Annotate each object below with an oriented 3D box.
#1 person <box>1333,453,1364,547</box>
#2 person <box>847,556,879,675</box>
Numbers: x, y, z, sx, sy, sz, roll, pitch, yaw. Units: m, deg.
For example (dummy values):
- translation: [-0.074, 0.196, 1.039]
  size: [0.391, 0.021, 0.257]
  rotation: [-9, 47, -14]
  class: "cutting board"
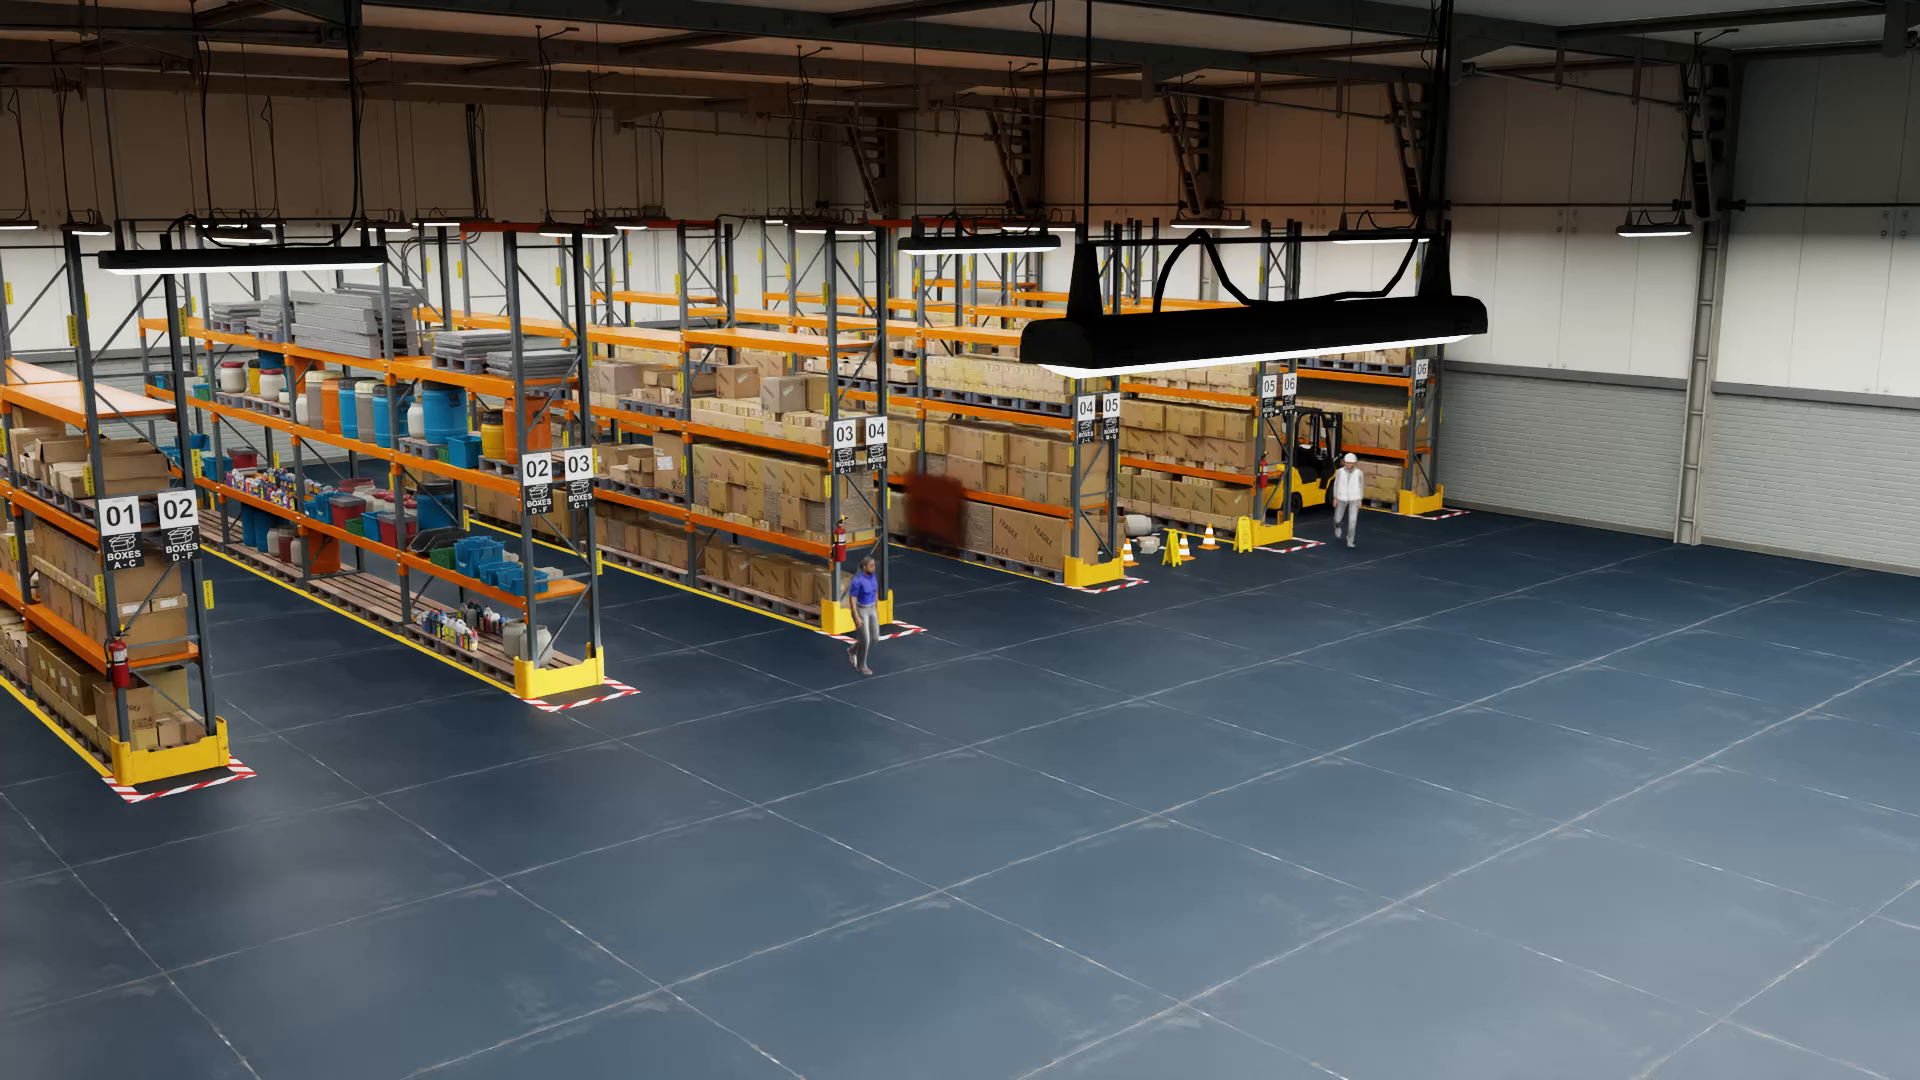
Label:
- translation: [7.299, -0.780, 31.254]
  size: [0.559, 1.755, 0.761]
  rotation: [2, 12, 10]
  class: "person"
- translation: [-1.360, 1.003, 22.833]
  size: [0.554, 1.639, 0.539]
  rotation: [9, 14, 37]
  class: "person"
